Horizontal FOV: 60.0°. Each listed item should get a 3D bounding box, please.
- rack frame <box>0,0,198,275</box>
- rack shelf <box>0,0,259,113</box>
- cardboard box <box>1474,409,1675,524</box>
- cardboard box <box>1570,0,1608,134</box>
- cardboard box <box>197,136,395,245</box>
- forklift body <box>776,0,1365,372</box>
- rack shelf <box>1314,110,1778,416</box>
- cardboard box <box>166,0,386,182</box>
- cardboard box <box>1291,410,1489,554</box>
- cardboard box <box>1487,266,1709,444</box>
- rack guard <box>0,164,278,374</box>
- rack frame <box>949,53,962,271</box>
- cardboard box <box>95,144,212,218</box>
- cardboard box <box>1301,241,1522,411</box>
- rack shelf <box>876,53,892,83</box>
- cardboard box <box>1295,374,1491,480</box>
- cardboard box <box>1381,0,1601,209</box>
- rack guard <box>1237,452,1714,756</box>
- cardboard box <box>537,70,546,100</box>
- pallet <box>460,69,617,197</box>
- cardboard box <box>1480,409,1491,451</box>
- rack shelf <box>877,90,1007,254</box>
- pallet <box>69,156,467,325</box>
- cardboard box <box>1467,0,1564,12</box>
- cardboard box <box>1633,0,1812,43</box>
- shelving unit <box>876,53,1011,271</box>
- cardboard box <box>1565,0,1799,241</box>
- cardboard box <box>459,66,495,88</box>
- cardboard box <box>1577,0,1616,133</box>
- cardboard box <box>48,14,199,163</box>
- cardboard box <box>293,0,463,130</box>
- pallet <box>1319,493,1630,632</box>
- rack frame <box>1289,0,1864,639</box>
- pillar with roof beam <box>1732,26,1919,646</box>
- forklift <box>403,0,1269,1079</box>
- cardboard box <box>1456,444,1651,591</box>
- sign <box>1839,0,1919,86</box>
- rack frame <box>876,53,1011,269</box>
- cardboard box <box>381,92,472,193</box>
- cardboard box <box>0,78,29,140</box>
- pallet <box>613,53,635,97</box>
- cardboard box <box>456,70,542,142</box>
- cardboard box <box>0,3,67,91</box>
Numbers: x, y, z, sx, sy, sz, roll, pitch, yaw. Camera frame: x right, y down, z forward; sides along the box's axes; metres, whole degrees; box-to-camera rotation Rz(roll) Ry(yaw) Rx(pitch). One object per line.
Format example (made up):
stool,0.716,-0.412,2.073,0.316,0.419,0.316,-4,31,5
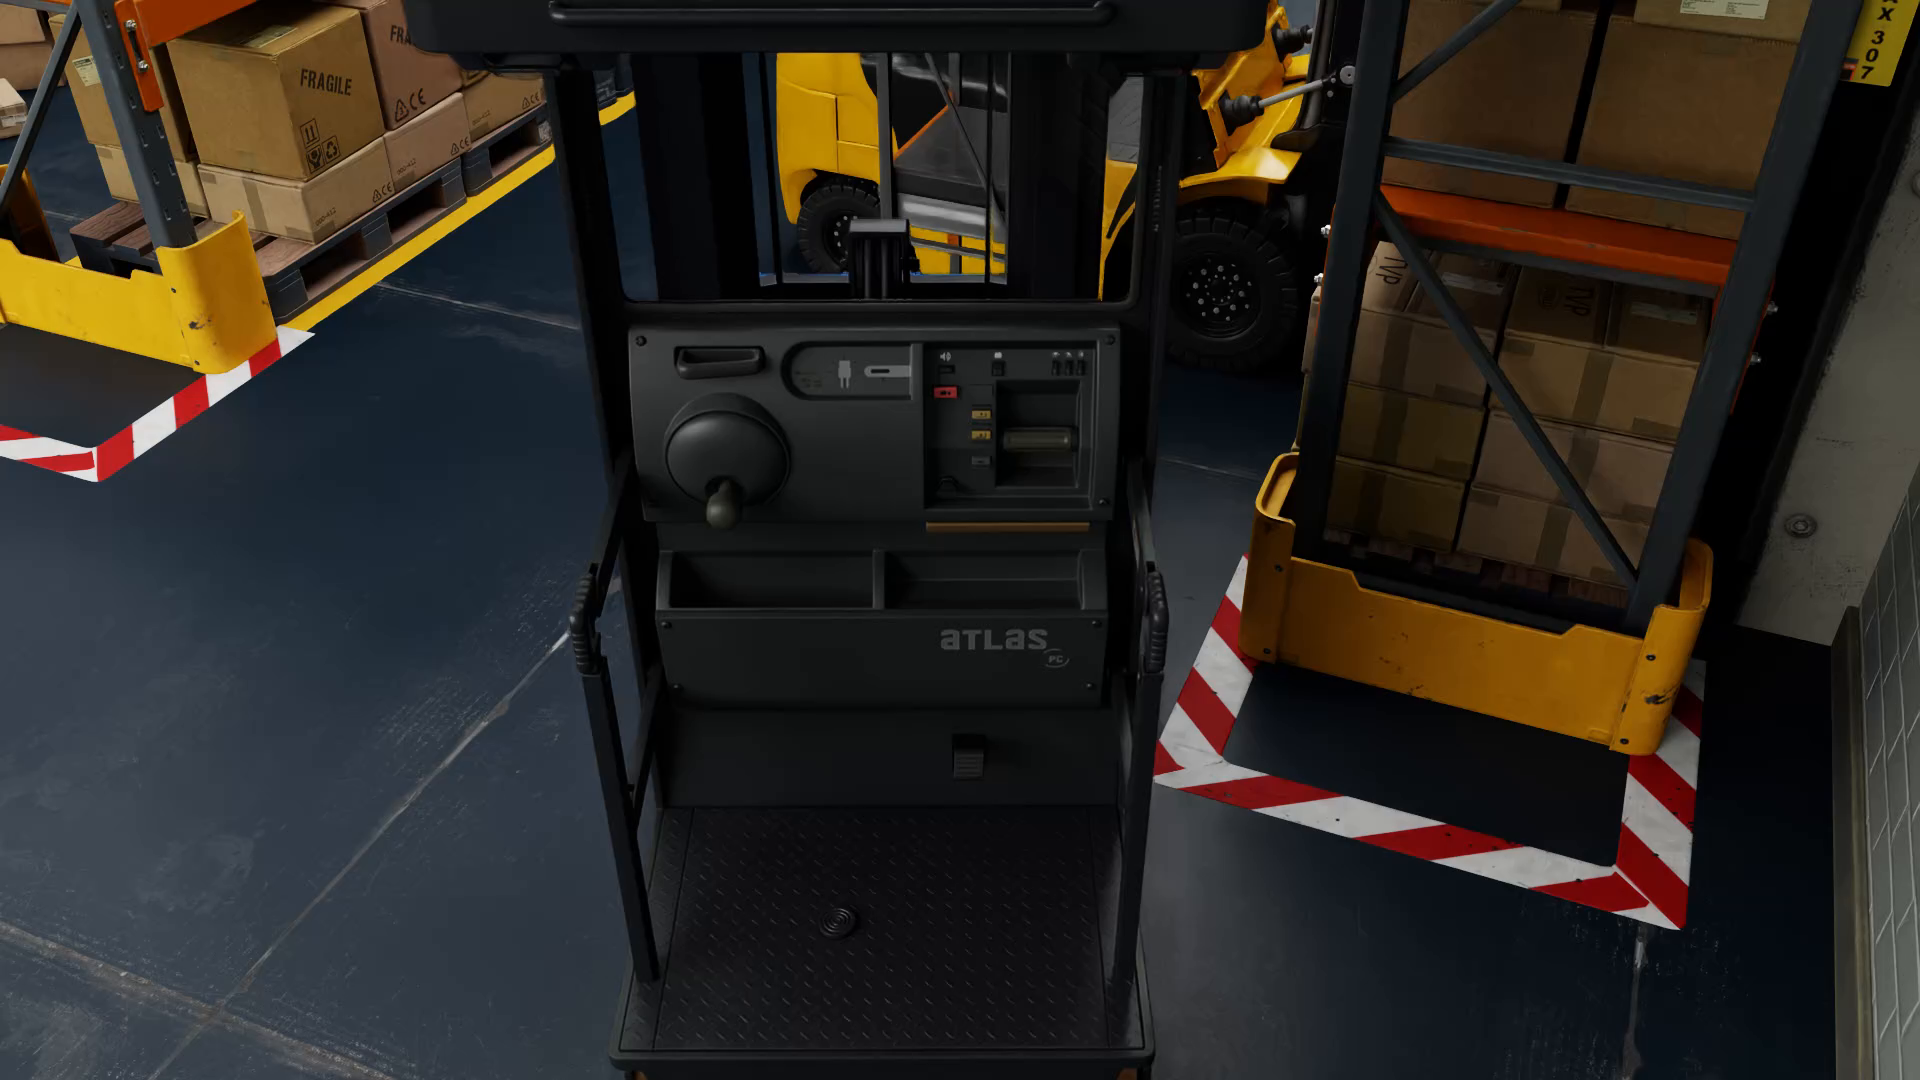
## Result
rack frame,-3.188,-1.978,5.391,1.000,3.000,0.127,14,39,18
rack shelf,-2.427,-2.798,7.088,1.077,0.370,4.000,14,39,18
cardboard box,1.775,-0.330,4.714,0.500,0.250,0.500,15,39,19
cardboard box,1.554,-1.507,4.678,0.500,0.500,0.500,15,39,19
cardboard box,-2.626,-1.429,6.602,0.500,0.250,0.500,14,39,17
forklift body,0.438,-1.975,6.096,2.313,2.155,1.214,14,39,18
rack shelf,2.165,-1.669,5.578,1.077,0.370,4.000,14,39,18
cardboard box,-2.617,-1.743,6.395,0.500,0.500,0.500,13,39,16
cardboard box,1.290,-0.249,5.023,0.500,0.250,0.500,14,39,18
cardboard box,1.761,-0.540,4.578,0.500,0.250,0.500,13,39,17
rack guard,-3.159,-1.019,6.196,1.175,0.500,0.348,14,39,18
rack frame,0.156,-1.068,4.925,0.400,2.100,0.015,14,39,18
cardboard box,-3.120,-1.567,6.787,0.500,0.250,0.500,14,39,18
cardboard box,1.290,-0.643,4.716,0.500,0.250,0.500,15,39,19
rack shelf,0.063,-1.482,4.333,0.431,0.518,0.480,14,39,18
cardboard box,1.300,-0.458,4.885,0.500,0.250,0.500,13,39,17
cardboard box,1.348,-1.222,4.296,0.500,0.500,0.500,13,39,17
rack guard,1.394,0.165,4.612,1.175,0.500,0.348,14,39,18
cardboard box,-2.034,-2.294,7.759,0.500,0.250,0.500,14,39,18
pallet,-2.352,-2.018,7.774,1.003,0.211,1.213,14,39,18
cardboard box,1.488,-0.522,5.389,0.500,0.250,0.500,14,39,18
rack shelf,0.063,-0.922,4.752,0.431,0.518,0.480,14,39,18
pallet,-2.817,-1.345,6.874,1.003,0.211,1.213,14,39,18
cardboard box,1.276,-1.405,3.999,0.380,0.149,0.250,14,39,18
cardboard box,1.773,-1.278,3.829,0.380,0.149,0.250,13,39,17
shelving unit,0.063,-0.933,4.744,0.431,2.100,0.503,14,39,18
cardboard box,1.849,-1.101,4.134,0.500,0.500,0.500,15,39,19
cardboard box,-2.224,-2.309,7.153,0.500,0.500,0.500,15,39,19
cardboard box,2.027,-1.394,4.526,0.500,0.500,0.500,15,39,19
cardboard box,-3.125,-1.849,6.537,0.500,0.500,0.500,14,39,18
cardboard box,-2.422,-2.033,6.784,0.500,0.500,0.500,12,39,16
pallet,1.656,-0.166,5.295,1.003,0.211,1.213,14,39,18
rack frame,1.404,-0.850,3.881,1.000,3.000,0.127,14,39,18
pillar with roof beam,-1.479,-4.414,3.638,9.100,9.000,0.400,14,39,18
forklift,-0.157,-0.150,3.002,1.130,2.935,3.031,0,37,0
cardboard box,1.771,-0.144,4.883,0.500,0.250,0.500,14,39,18
sign,1.915,-1.098,3.425,0.100,0.325,0.005,14,39,18
rack frame,-0.030,-0.798,4.563,0.400,2.100,0.015,14,39,18
cardboard box,-2.424,-1.710,6.978,0.500,0.250,0.500,15,39,19
cardboard box,-4.558,-2.022,7.831,0.250,0.149,0.380,-25,43,-29
pallet,-1.889,-2.696,8.681,1.003,0.211,1.213,14,39,18
cardboard box,-2.228,-2.015,7.386,0.500,0.250,0.500,16,40,21
cardboard box,-4.861,-2.528,8.211,0.797,0.503,0.637,-11,38,-14
